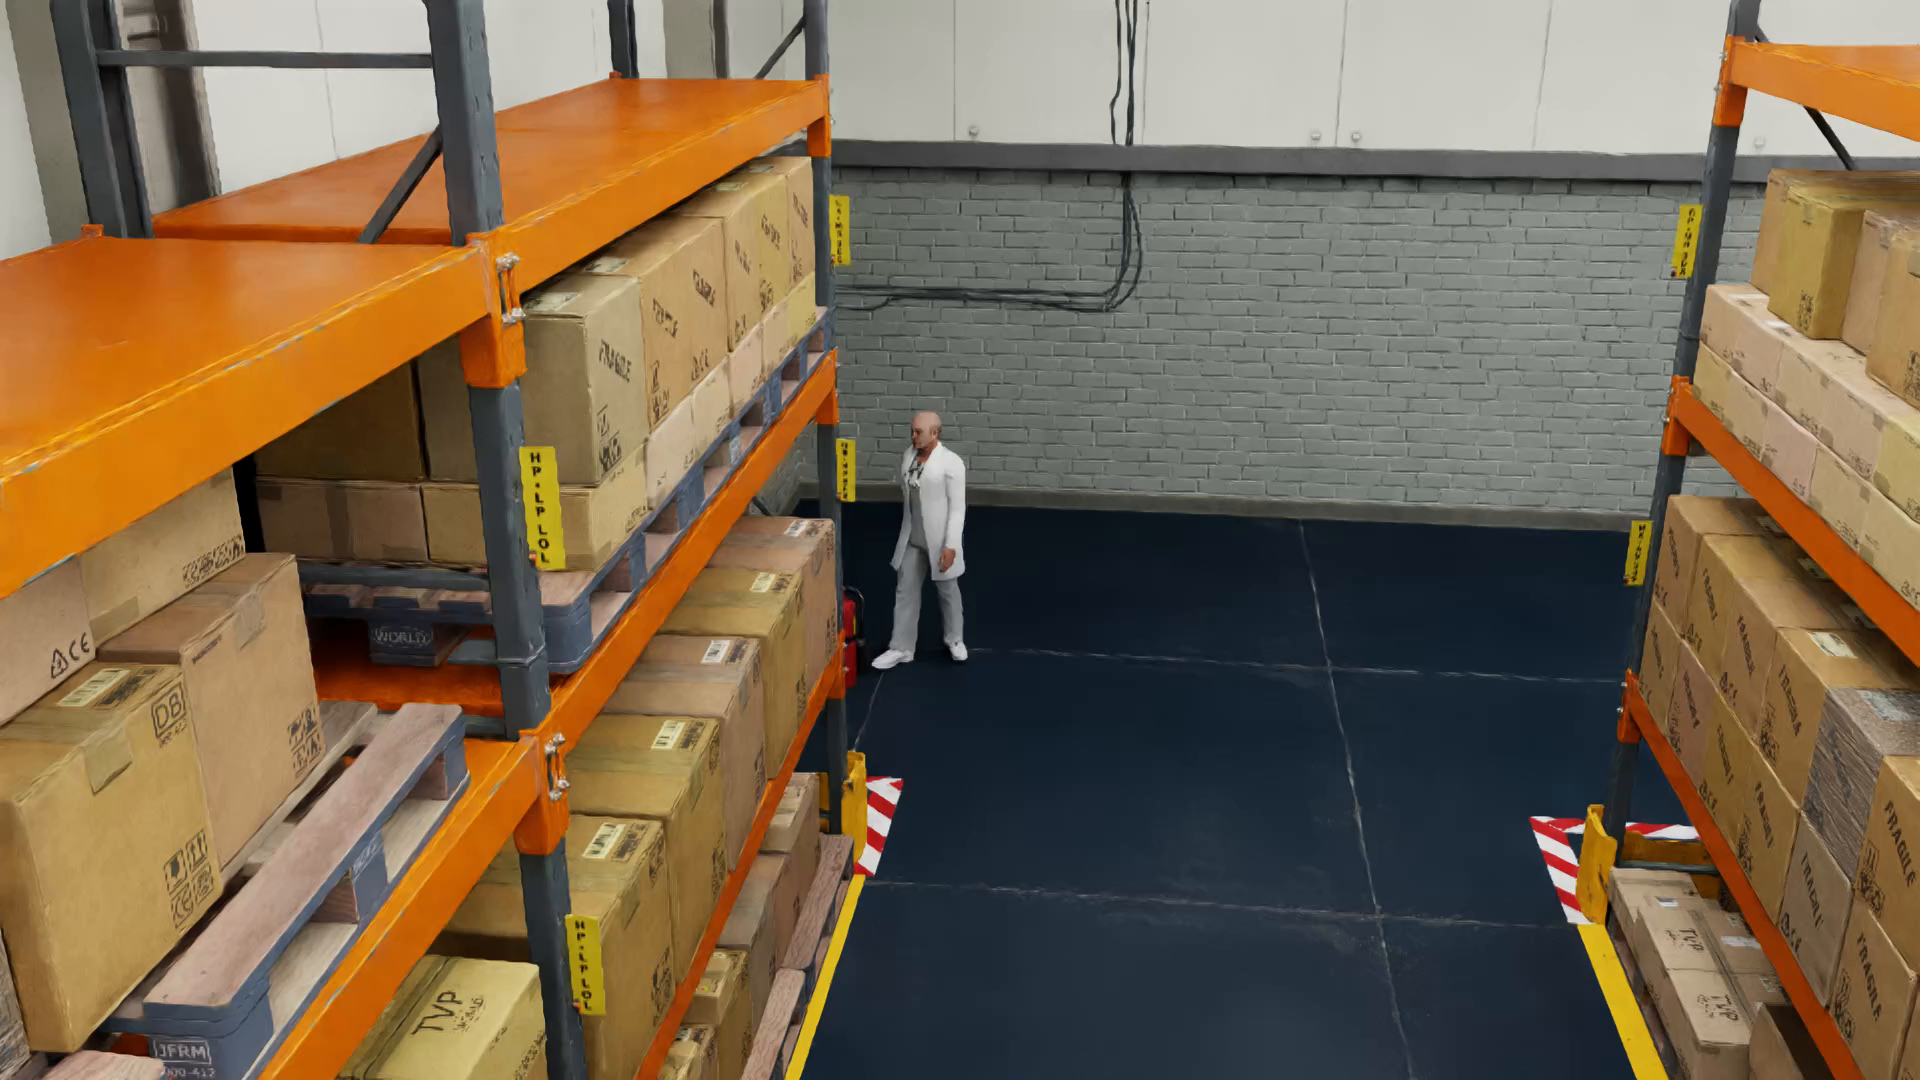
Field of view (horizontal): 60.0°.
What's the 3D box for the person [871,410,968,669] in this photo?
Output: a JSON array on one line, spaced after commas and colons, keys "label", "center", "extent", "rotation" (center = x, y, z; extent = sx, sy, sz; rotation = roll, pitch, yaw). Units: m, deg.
[{"label": "person", "center": [-0.218, 0.005, 11.068], "extent": [0.596, 1.770, 0.725], "rotation": [14, 25, 32]}]
